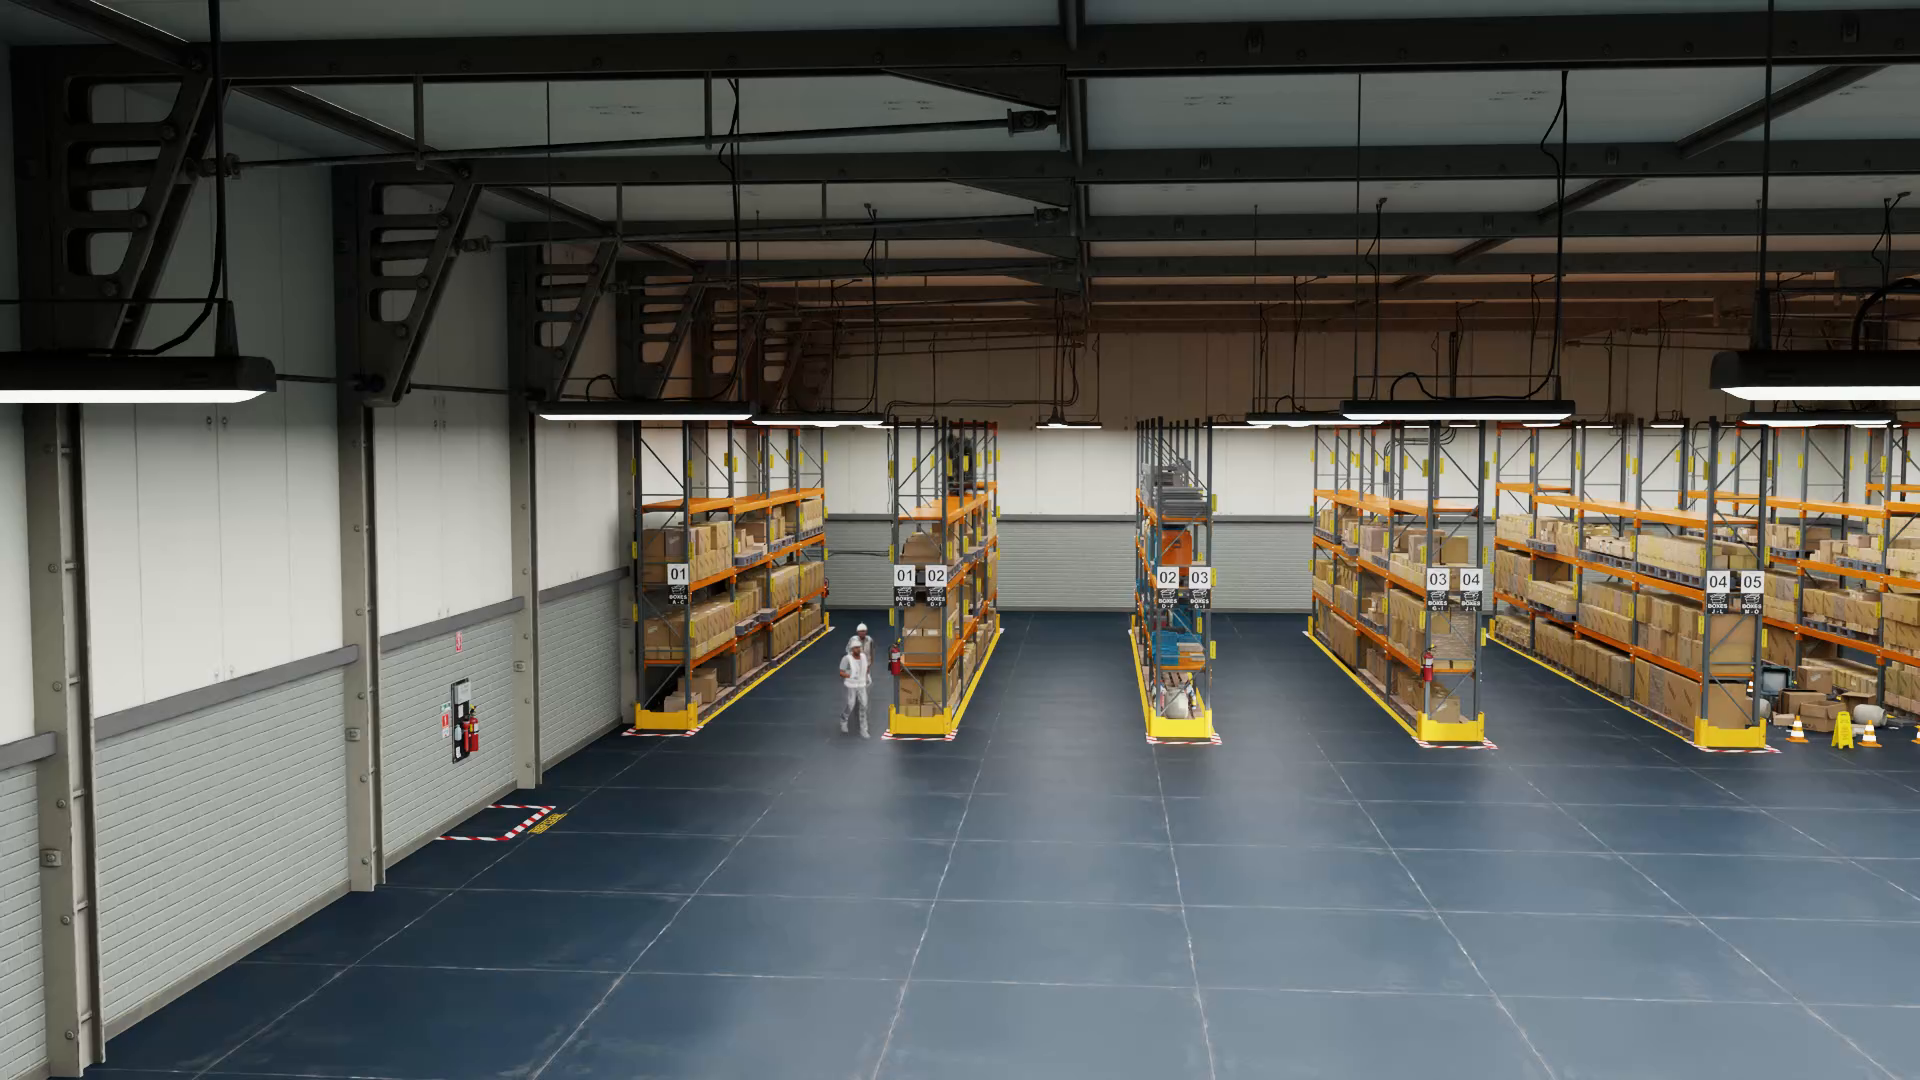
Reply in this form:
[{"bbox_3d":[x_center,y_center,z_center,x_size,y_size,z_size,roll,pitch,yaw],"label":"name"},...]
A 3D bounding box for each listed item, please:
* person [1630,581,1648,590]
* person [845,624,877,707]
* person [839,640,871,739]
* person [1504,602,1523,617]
[{"bbox_3d":[19.662,1.707,48.256,0.627,1.741,0.642,-1,4,-17],"label":"person"},{"bbox_3d":[-2.057,2.602,34.620,0.660,1.769,1.062,0,4,-3],"label":"person"},{"bbox_3d":[-1.971,2.785,31.279,0.703,1.825,0.859,-2,4,-31],"label":"person"},{"bbox_3d":[15.799,1.807,47.489,0.924,1.629,0.689,3,5,34],"label":"person"}]
